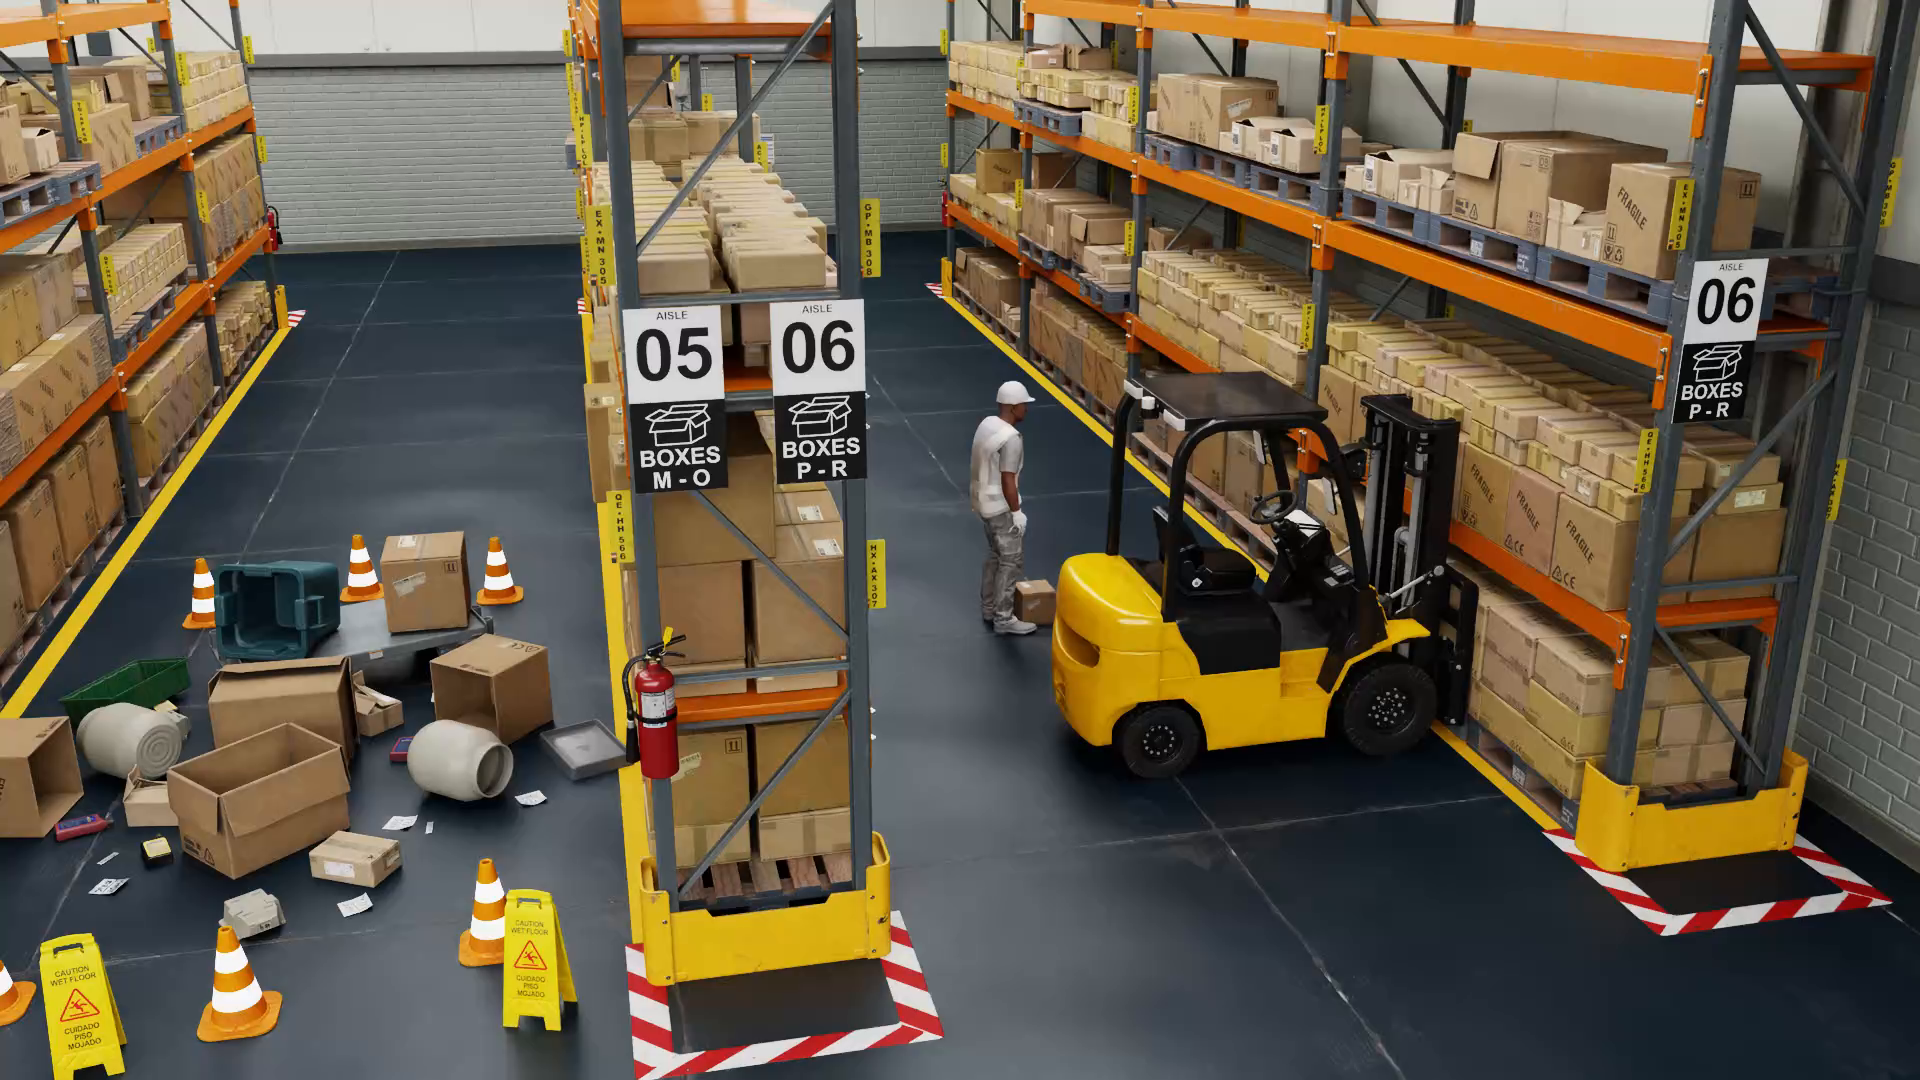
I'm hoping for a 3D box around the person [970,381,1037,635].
[{"bbox_3d":[0.310,-0.241,11.740,0.449,1.773,0.620,-6,20,-16],"label":"person"}]
